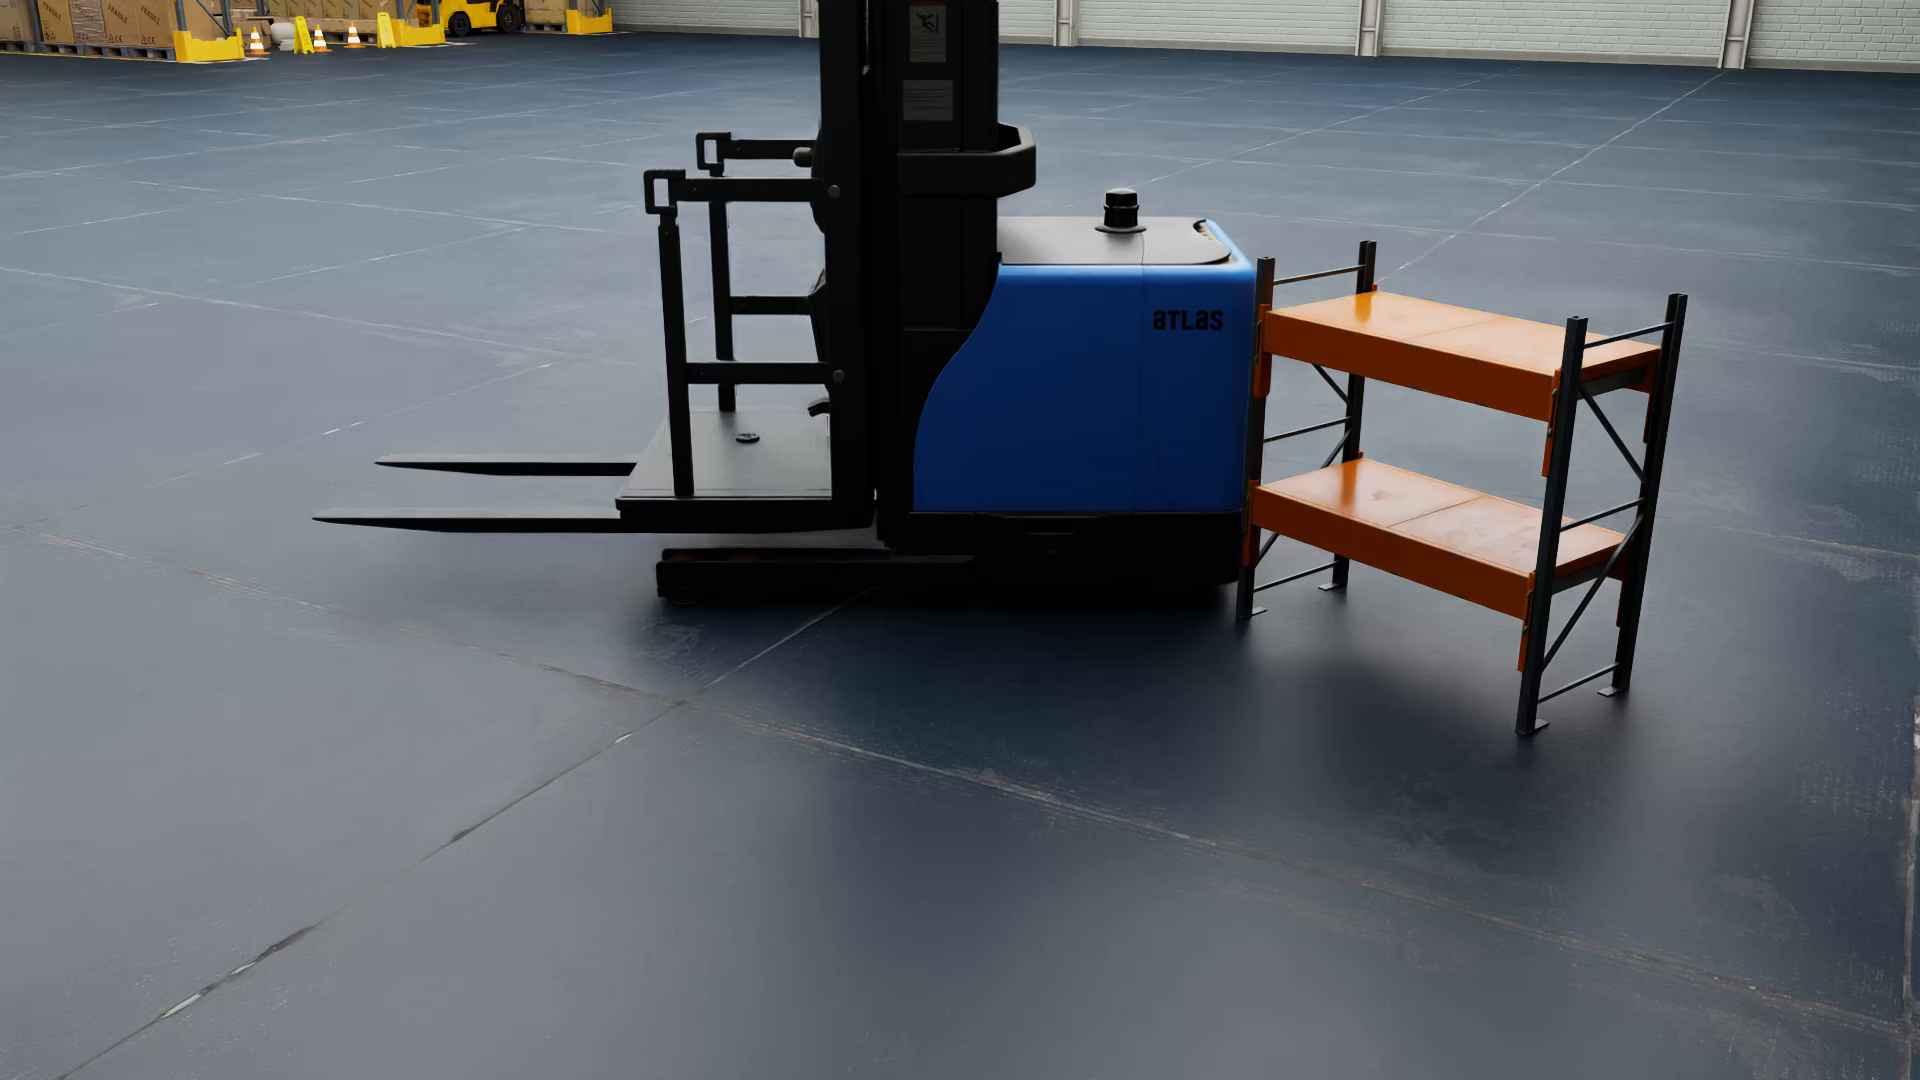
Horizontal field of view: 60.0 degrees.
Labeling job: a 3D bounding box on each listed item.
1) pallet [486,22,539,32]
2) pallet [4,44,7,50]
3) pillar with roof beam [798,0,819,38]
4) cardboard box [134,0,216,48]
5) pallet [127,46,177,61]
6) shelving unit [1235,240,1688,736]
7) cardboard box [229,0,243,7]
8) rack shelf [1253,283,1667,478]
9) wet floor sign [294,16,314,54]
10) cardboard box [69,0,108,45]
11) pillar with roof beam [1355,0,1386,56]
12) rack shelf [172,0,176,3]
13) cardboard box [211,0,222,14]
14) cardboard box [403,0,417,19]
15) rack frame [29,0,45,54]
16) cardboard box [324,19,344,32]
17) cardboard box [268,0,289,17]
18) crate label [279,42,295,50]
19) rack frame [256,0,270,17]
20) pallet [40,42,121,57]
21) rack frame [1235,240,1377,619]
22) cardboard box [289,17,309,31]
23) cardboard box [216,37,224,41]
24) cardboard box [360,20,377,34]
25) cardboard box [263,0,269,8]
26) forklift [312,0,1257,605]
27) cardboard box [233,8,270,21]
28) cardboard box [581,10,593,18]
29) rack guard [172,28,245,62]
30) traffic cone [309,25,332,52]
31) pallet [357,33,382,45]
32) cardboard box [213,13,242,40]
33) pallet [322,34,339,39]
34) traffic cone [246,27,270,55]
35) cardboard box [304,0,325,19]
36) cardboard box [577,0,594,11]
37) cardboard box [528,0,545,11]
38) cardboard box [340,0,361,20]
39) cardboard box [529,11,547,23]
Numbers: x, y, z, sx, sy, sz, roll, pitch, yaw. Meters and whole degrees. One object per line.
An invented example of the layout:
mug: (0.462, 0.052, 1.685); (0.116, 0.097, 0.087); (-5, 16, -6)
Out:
pallet: (-9.987, -11.704, 37.820); (1.213, 0.211, 1.003); (11, 23, 27)
pallet: (-18.253, -9.391, 31.443); (1.213, 0.211, 1.003); (11, 23, 27)
pillar with roof beam: (-5.268, -13.621, 30.220); (0.400, 9.000, 9.100); (11, 23, 27)
cardboard box: (-13.606, -9.020, 28.831); (0.875, 0.875, 0.875); (11, 23, 28)
pallet: (-13.718, -8.527, 29.062); (1.213, 0.211, 1.003); (11, 23, 27)
shelving unit: (1.380, -0.201, 4.768); (0.538, 1.125, 1.048); (-15, 25, -35)
cardboard box: (-17.932, -13.481, 41.682); (0.500, 0.500, 0.500); (10, 22, 27)
rack shelf: (1.380, -0.476, 4.669); (0.538, 0.278, 1.000); (-15, 25, -35)
wet floor sign: (-11.991, -9.206, 30.297); (0.232, 0.644, 0.267); (7, 21, 18)
cardboard box: (-15.170, -9.317, 29.652); (0.875, 0.875, 0.875); (11, 23, 28)
pillar with roof beam: (5.208, -11.626, 24.719); (0.400, 9.000, 9.100); (11, 23, 27)
rack shelf: (-14.728, -9.722, 29.323); (4.000, 0.370, 1.077); (11, 23, 27)
cardboard box: (-14.990, -10.529, 33.049); (0.500, 0.500, 0.500); (11, 23, 27)
cardboard box: (-11.246, -10.696, 33.269); (0.500, 0.500, 0.500); (10, 22, 26)
rack frame: (-16.474, -10.393, 30.118); (0.127, 3.000, 1.000); (11, 23, 27)
cardboard box: (-12.400, -10.351, 33.419); (0.500, 0.250, 0.500); (10, 22, 25)
cardboard box: (-13.764, -10.962, 34.004); (0.500, 0.500, 0.500); (12, 23, 30)
crate label: (-12.621, -9.285, 31.262); (0.298, 0.136, 0.250); (0, 20, -1)
rack frame: (-14.148, -11.883, 34.226); (0.127, 3.000, 1.000); (11, 23, 27)
pallet: (-15.848, -8.932, 30.180); (1.213, 0.211, 1.003); (11, 23, 27)
rack frame: (1.069, -0.338, 5.146); (0.500, 1.125, 0.032); (-15, 25, -35)
cardboard box: (-13.293, -10.524, 33.896); (0.500, 0.250, 0.500); (12, 23, 30)
cardboard box: (-14.075, -9.370, 31.307); (0.258, 0.266, 0.396); (16, 25, 36)
cardboard box: (-11.513, -10.181, 32.951); (0.500, 0.250, 0.500); (11, 23, 27)
cardboard box: (-17.049, -13.309, 41.206); (0.500, 0.500, 0.500); (10, 22, 25)
forklift: (-0.595, -1.350, 5.290); (3.031, 2.935, 1.130); (0, 20, 0)
cardboard box: (-14.607, -10.932, 34.841); (0.625, 0.372, 0.950); (11, 23, 28)
cardboard box: (-8.572, -11.741, 37.251); (0.500, 0.250, 0.500); (11, 23, 28)
rack guard: (-12.960, -8.549, 28.699); (0.348, 0.500, 1.175); (11, 23, 27)
traffic cone: (-11.905, -9.326, 30.897); (0.334, 0.463, 0.336); (11, 23, 27)
pallet: (-11.414, -10.066, 33.304); (1.213, 0.211, 1.003); (11, 23, 27)
cardboard box: (-14.244, -9.800, 31.945); (0.503, 0.637, 0.797); (11, 23, 27)
pallet: (-13.544, -10.471, 34.423); (1.213, 0.211, 1.003); (11, 23, 27)
traffic cone: (-12.753, -9.046, 30.125); (0.334, 0.463, 0.336); (11, 23, 27)
cardboard box: (-12.839, -10.790, 33.529); (0.500, 0.500, 0.500); (12, 23, 30)
cardboard box: (-8.547, -11.976, 37.166); (0.500, 0.250, 0.500); (11, 23, 28)
cardboard box: (-9.248, -11.911, 36.985); (0.500, 0.250, 0.500); (11, 22, 27)
cardboard box: (-11.939, -10.617, 33.052); (0.500, 0.500, 0.500); (12, 23, 29)
cardboard box: (-9.232, -11.671, 37.057); (0.500, 0.250, 0.500); (11, 23, 27)
